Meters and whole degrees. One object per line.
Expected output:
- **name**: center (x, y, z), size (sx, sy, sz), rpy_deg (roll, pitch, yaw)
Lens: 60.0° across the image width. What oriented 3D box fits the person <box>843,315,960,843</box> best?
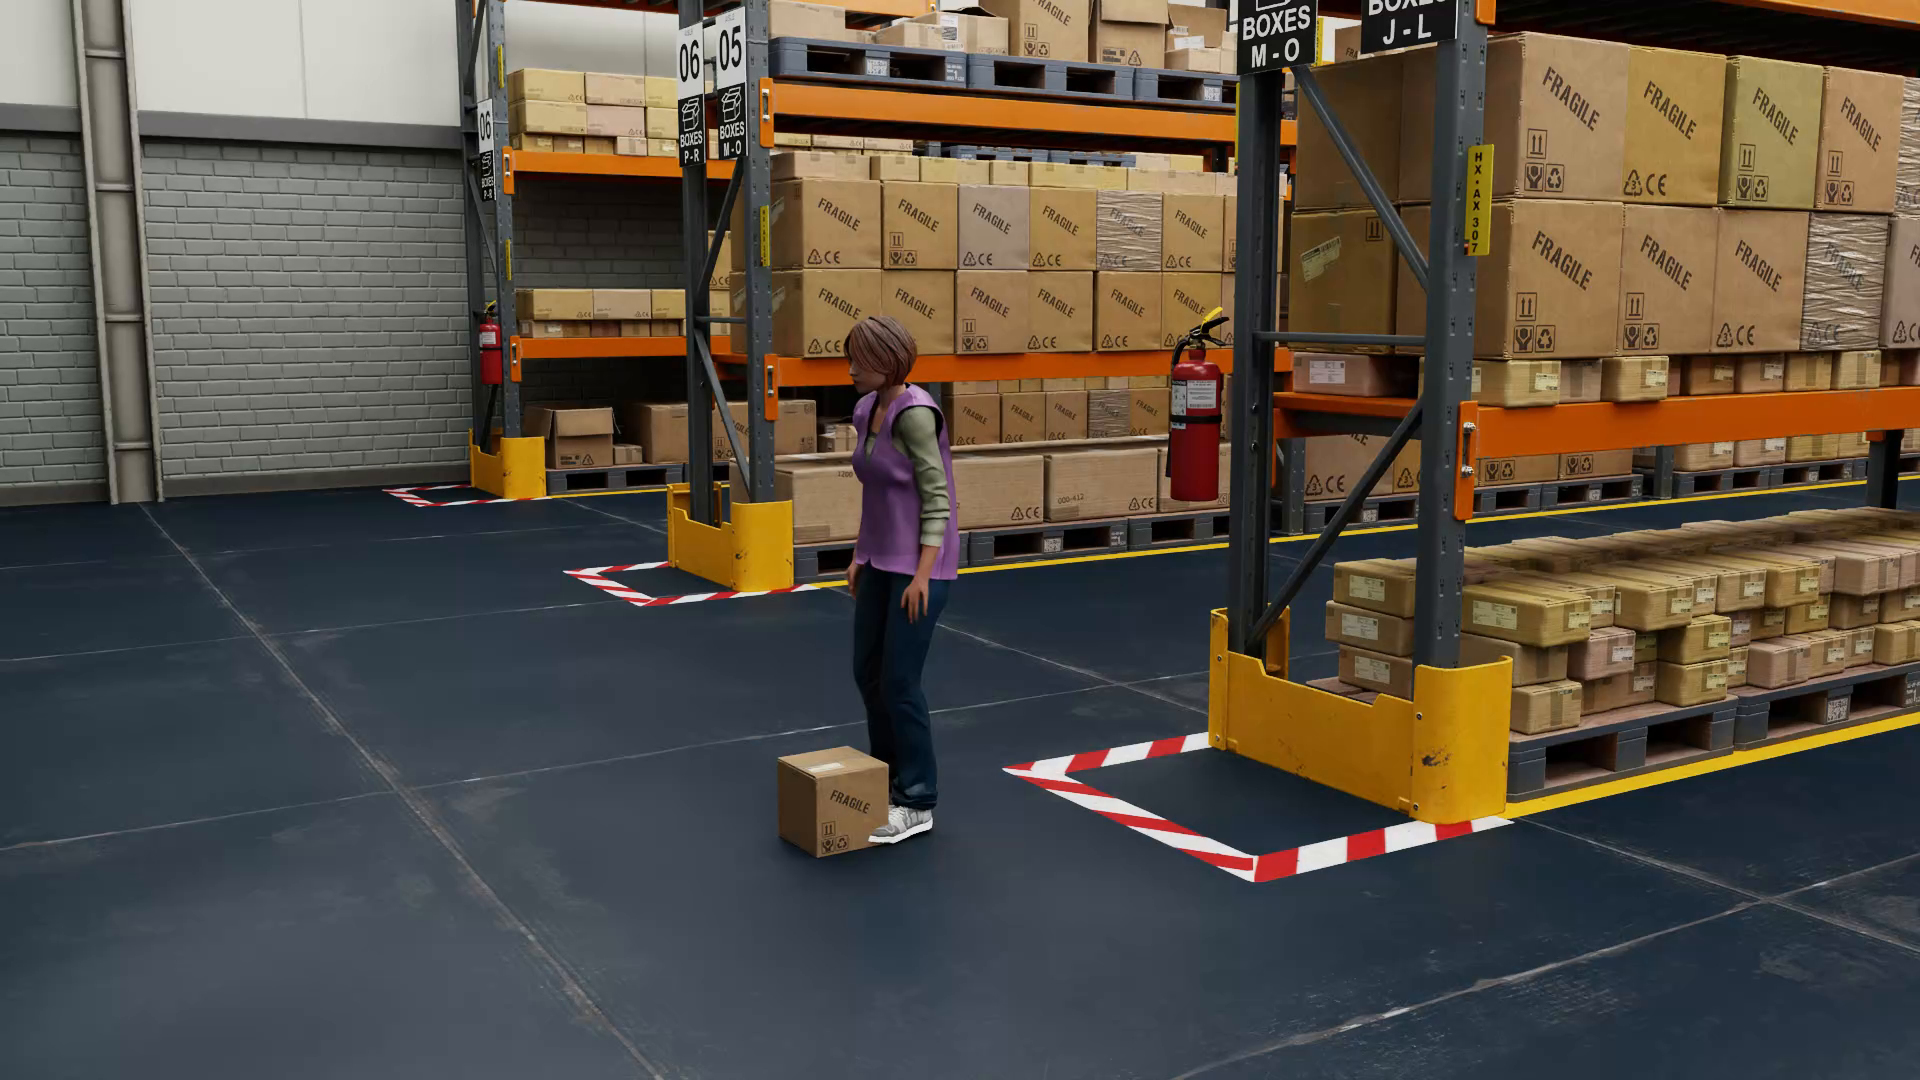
- **person**: center (-0.200, 0.118, 5.105), size (0.365, 1.582, 0.463), rpy_deg (-5, 10, -31)
